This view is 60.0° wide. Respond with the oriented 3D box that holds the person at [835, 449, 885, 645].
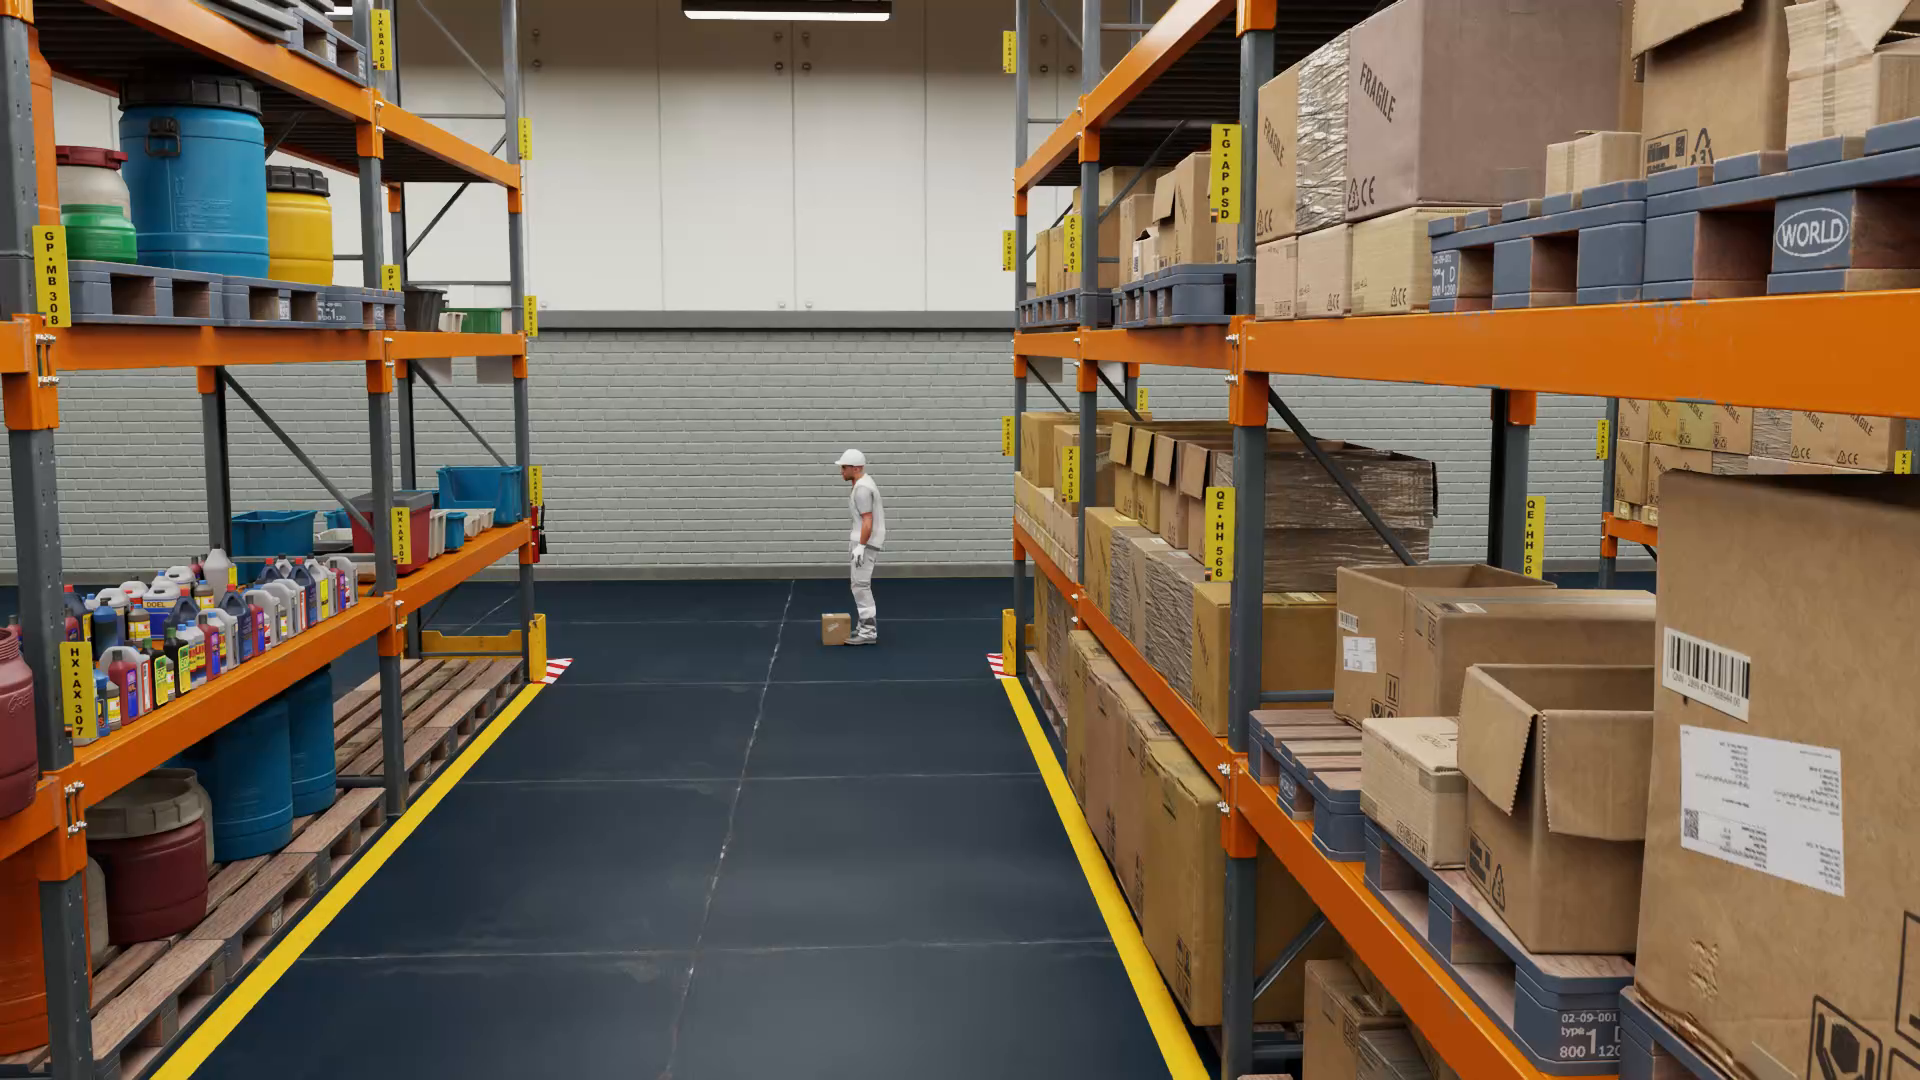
[{"bbox_3d":[-0.912,0.059,15.176,0.456,1.778,0.617,-1,7,-5],"label":"person"}]
